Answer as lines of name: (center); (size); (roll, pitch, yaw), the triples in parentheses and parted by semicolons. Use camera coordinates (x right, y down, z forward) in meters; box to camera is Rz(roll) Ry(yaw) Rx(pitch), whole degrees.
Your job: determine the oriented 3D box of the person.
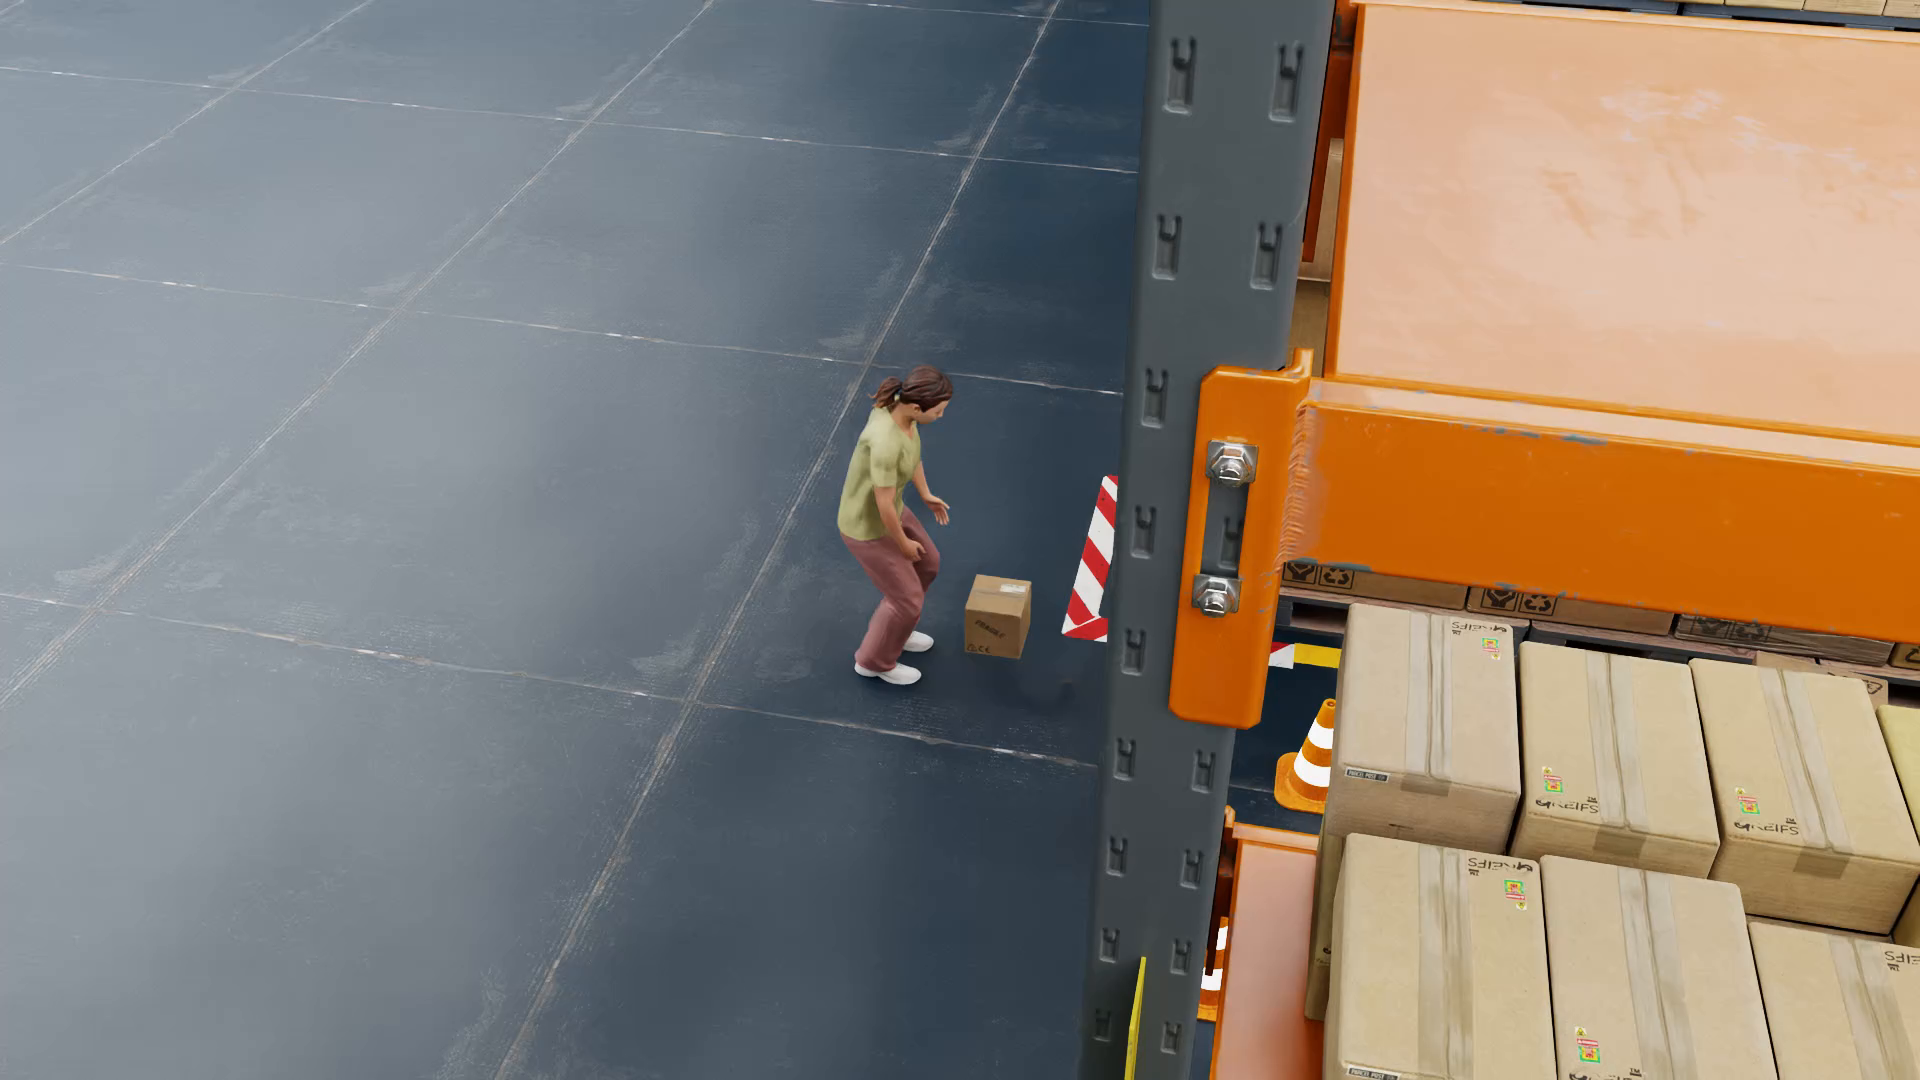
person: (-0.267, -0.089, 7.192); (0.488, 1.556, 0.490); (8, 37, 11)
